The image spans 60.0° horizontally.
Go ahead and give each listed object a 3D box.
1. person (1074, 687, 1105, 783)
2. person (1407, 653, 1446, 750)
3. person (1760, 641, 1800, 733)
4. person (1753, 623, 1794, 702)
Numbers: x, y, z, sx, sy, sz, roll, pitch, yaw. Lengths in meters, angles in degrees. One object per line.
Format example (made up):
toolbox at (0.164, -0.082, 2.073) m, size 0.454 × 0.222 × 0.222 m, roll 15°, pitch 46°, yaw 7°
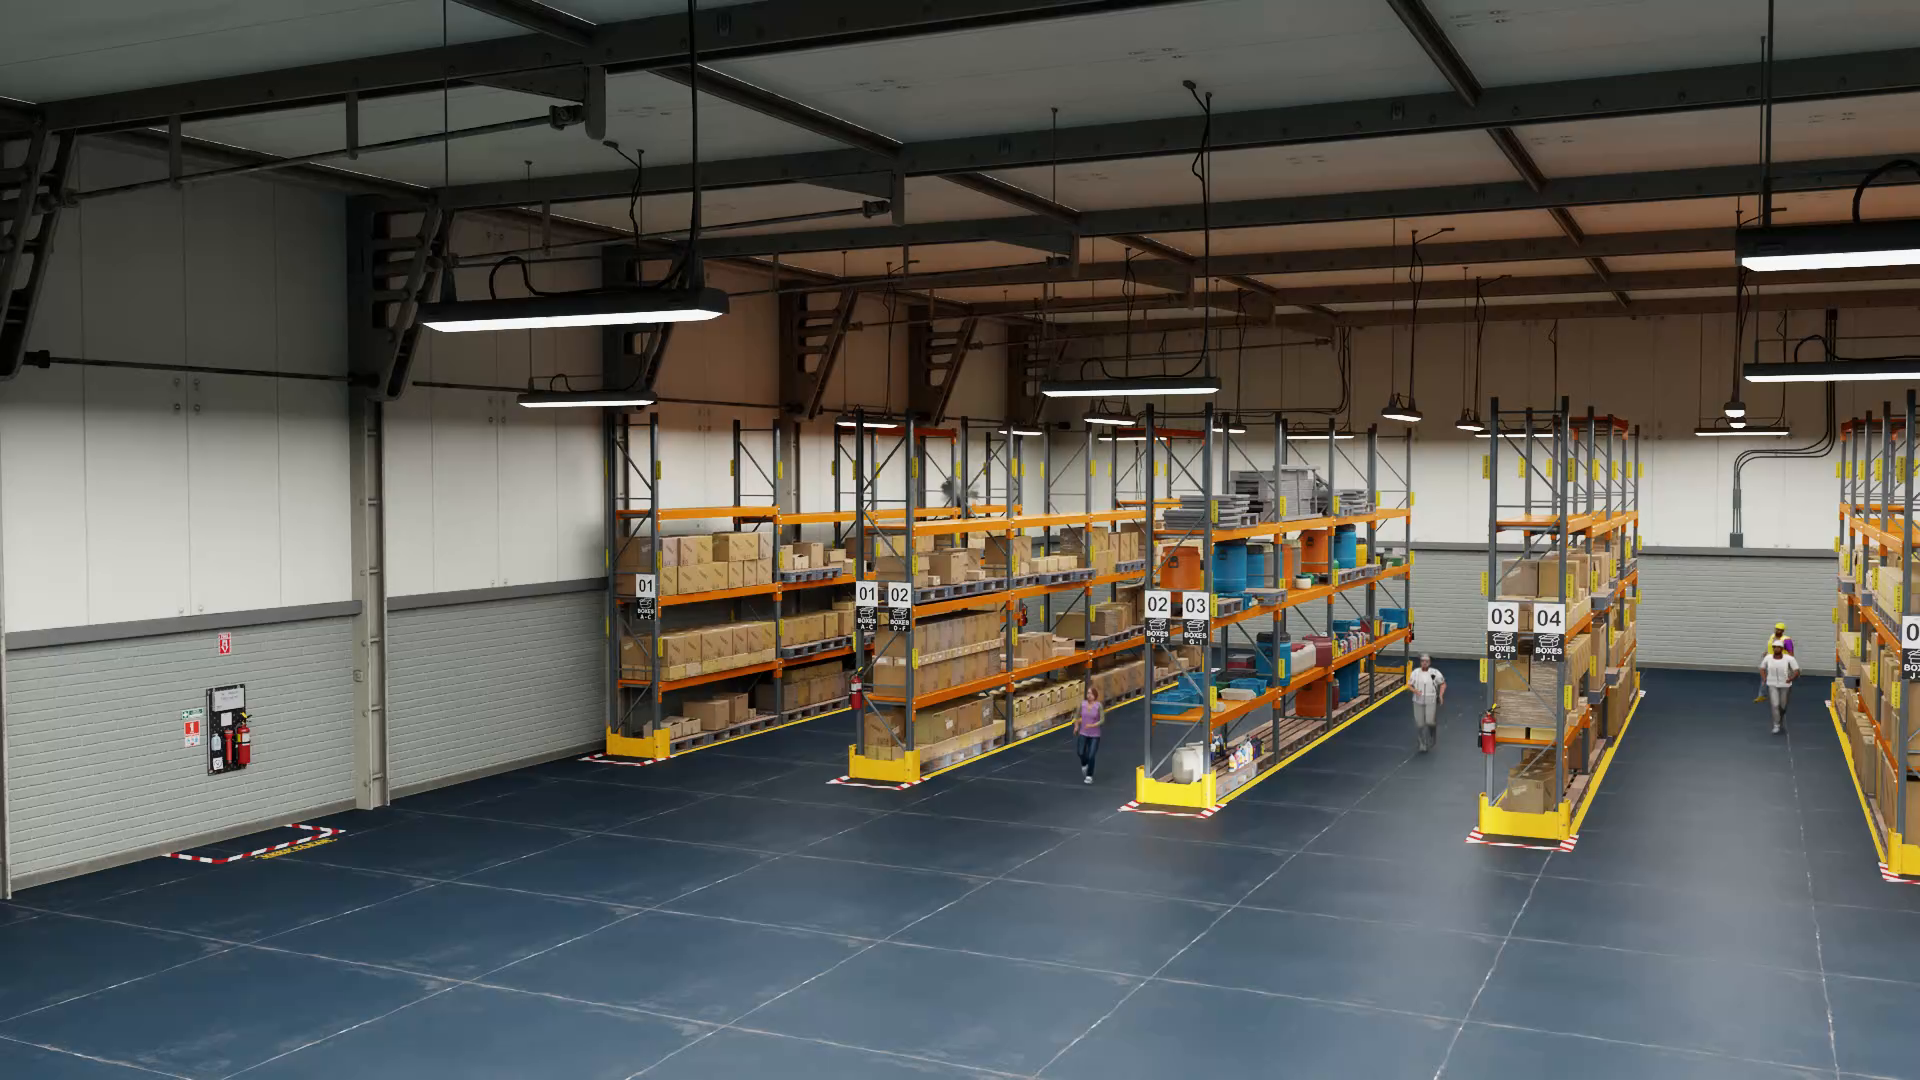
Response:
person at (2.047, 3.113, 26.478) m, size 0.531 × 1.538 × 0.509 m, roll 1°, pitch 2°, yaw 15°
person at (8.278, 2.882, 29.571) m, size 0.651 × 1.743 × 0.602 m, roll 1°, pitch 3°, yaw 21°
person at (15.702, 2.799, 31.870) m, size 0.692 × 1.754 × 0.751 m, roll 1°, pitch 3°, yaw 31°
person at (17.608, 2.640, 35.785) m, size 0.869 × 1.741 × 0.746 m, roll -1°, pitch 3°, yaw -22°
